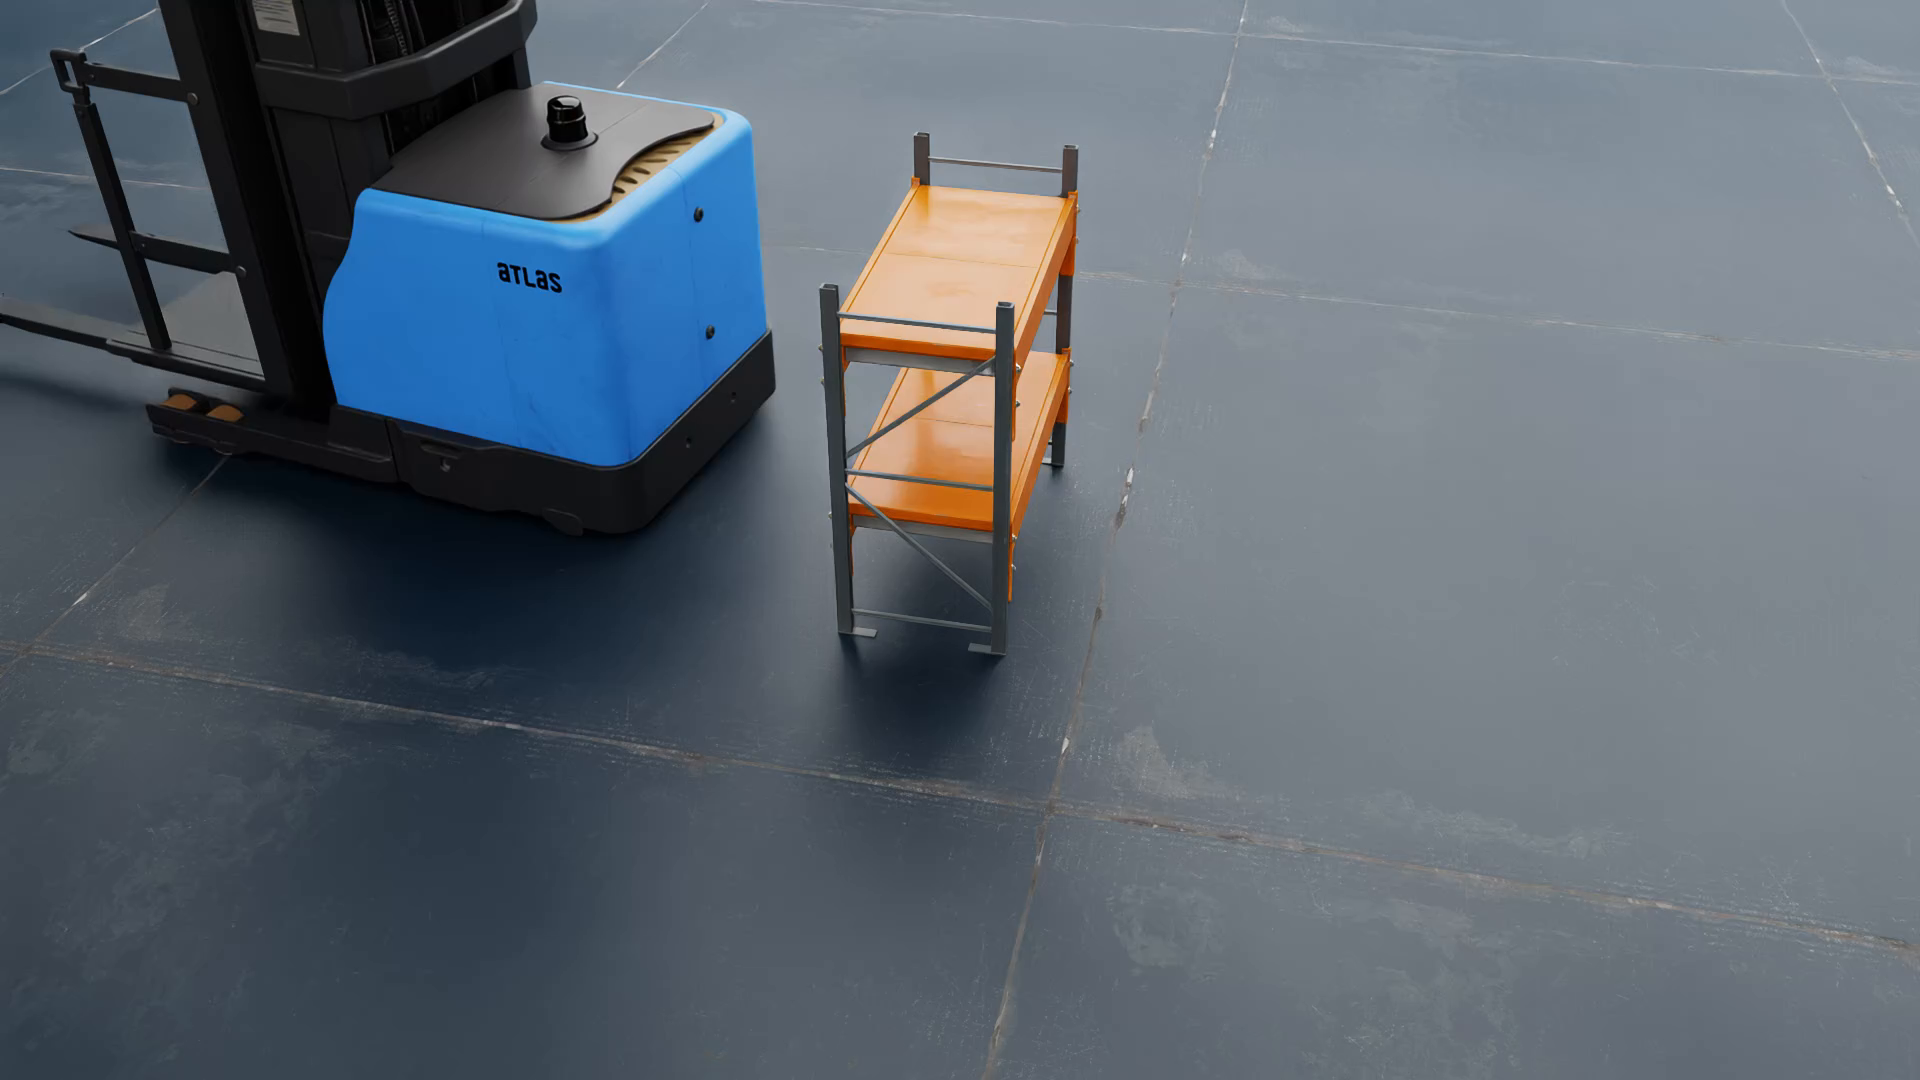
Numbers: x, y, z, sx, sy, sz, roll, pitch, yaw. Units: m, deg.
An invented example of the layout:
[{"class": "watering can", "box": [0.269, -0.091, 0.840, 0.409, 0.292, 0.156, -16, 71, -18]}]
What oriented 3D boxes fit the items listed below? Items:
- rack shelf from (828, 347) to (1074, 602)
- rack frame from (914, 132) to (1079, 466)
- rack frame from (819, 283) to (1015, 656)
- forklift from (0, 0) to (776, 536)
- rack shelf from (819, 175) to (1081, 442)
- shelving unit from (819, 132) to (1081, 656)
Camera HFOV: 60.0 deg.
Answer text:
[{"class": "rack shelf", "box": [-0.001, -0.254, 5.058, 0.538, 0.278, 1.000, 7, 37, 10]}, {"class": "rack frame", "box": [0.107, -0.743, 5.317, 0.500, 1.125, 0.032, 7, 37, 10]}, {"class": "rack frame", "box": [-0.110, -0.160, 4.512, 0.500, 1.125, 0.032, 7, 37, 10]}, {"class": "forklift", "box": [-2.218, -1.746, 5.162, 3.031, 2.935, 1.130, 13, 38, 18]}, {"class": "rack shelf", "box": [-0.001, -0.689, 4.743, 0.538, 0.278, 1.000, 7, 37, 10]}, {"class": "shelving unit", "box": [-0.001, -0.452, 4.915, 0.538, 1.125, 1.048, 7, 37, 10]}]
